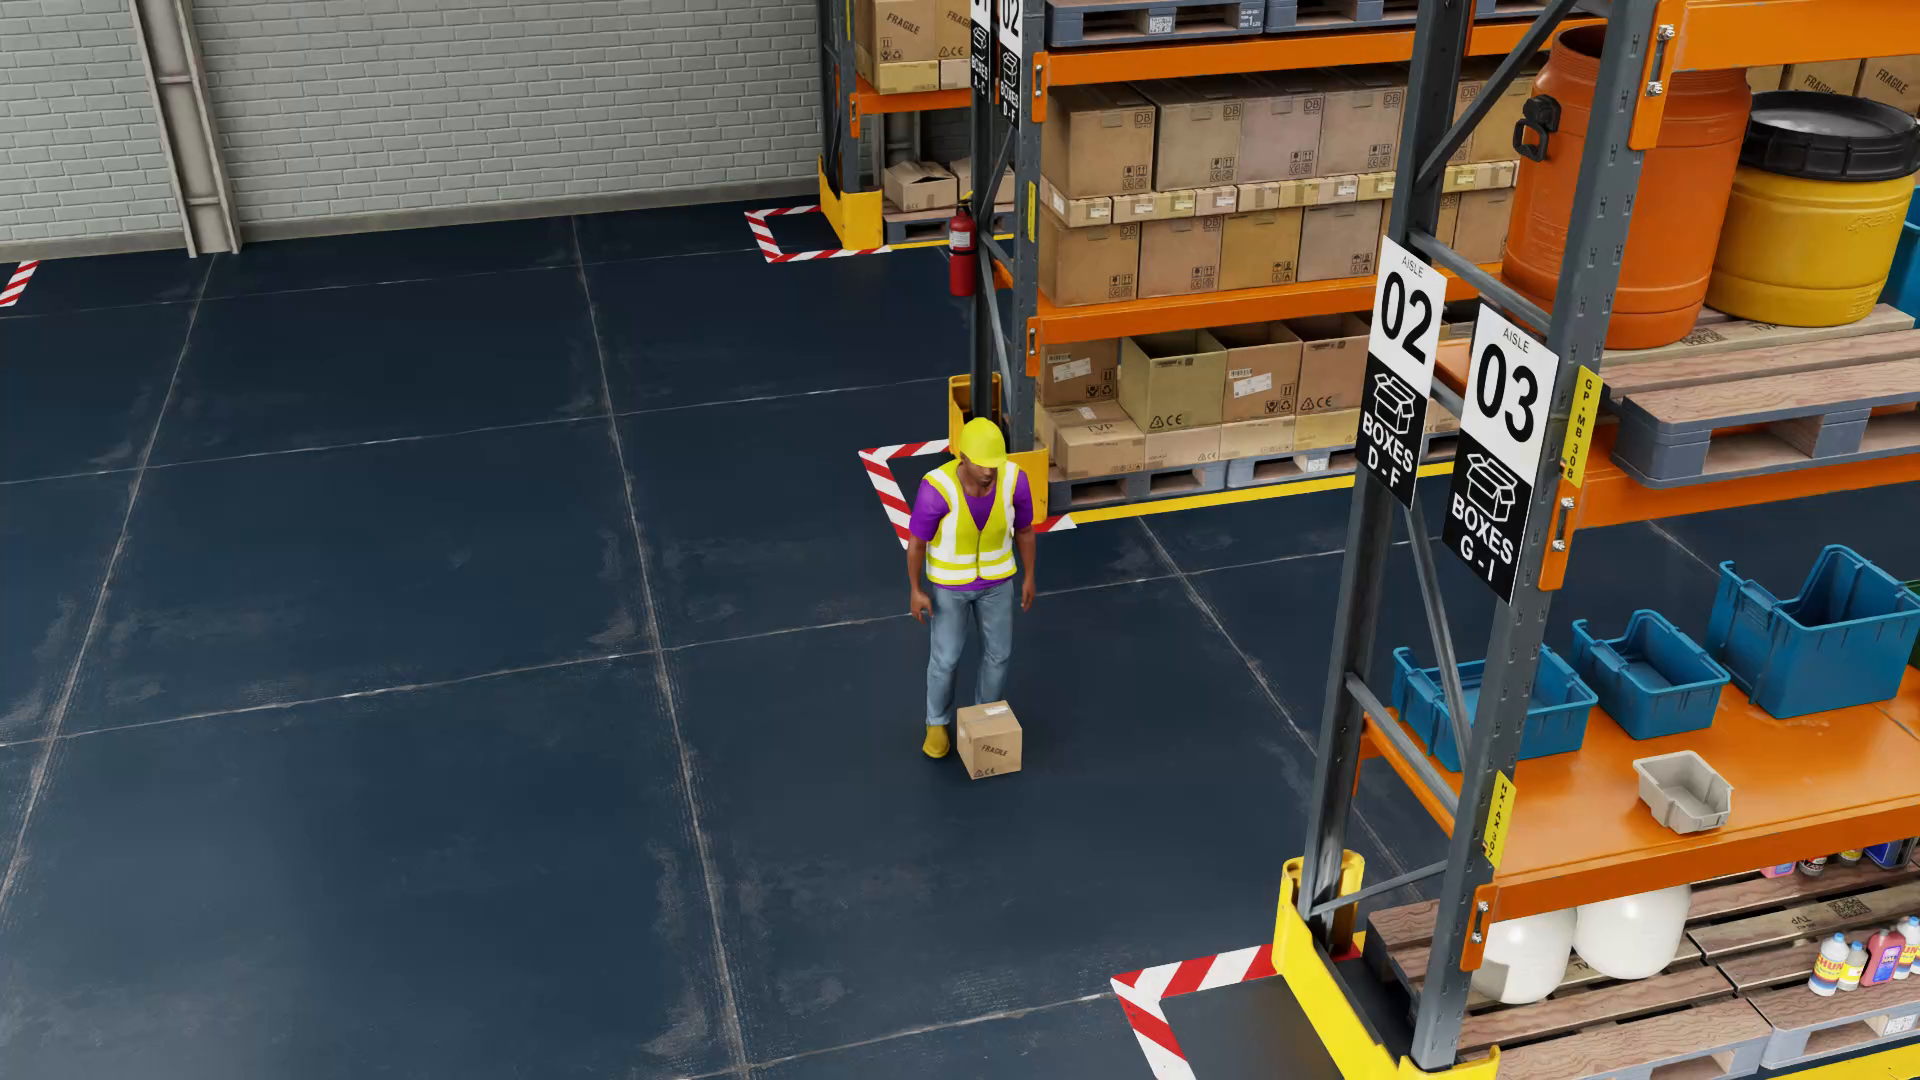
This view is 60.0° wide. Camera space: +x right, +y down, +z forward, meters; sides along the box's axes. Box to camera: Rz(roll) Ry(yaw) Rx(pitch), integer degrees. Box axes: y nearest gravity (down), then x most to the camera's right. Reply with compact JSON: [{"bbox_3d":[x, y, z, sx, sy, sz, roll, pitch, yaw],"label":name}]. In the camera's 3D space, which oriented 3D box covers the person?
[{"bbox_3d":[0.063,0.206,7.867,0.628,1.761,0.458,-8,31,-13],"label":"person"}]
